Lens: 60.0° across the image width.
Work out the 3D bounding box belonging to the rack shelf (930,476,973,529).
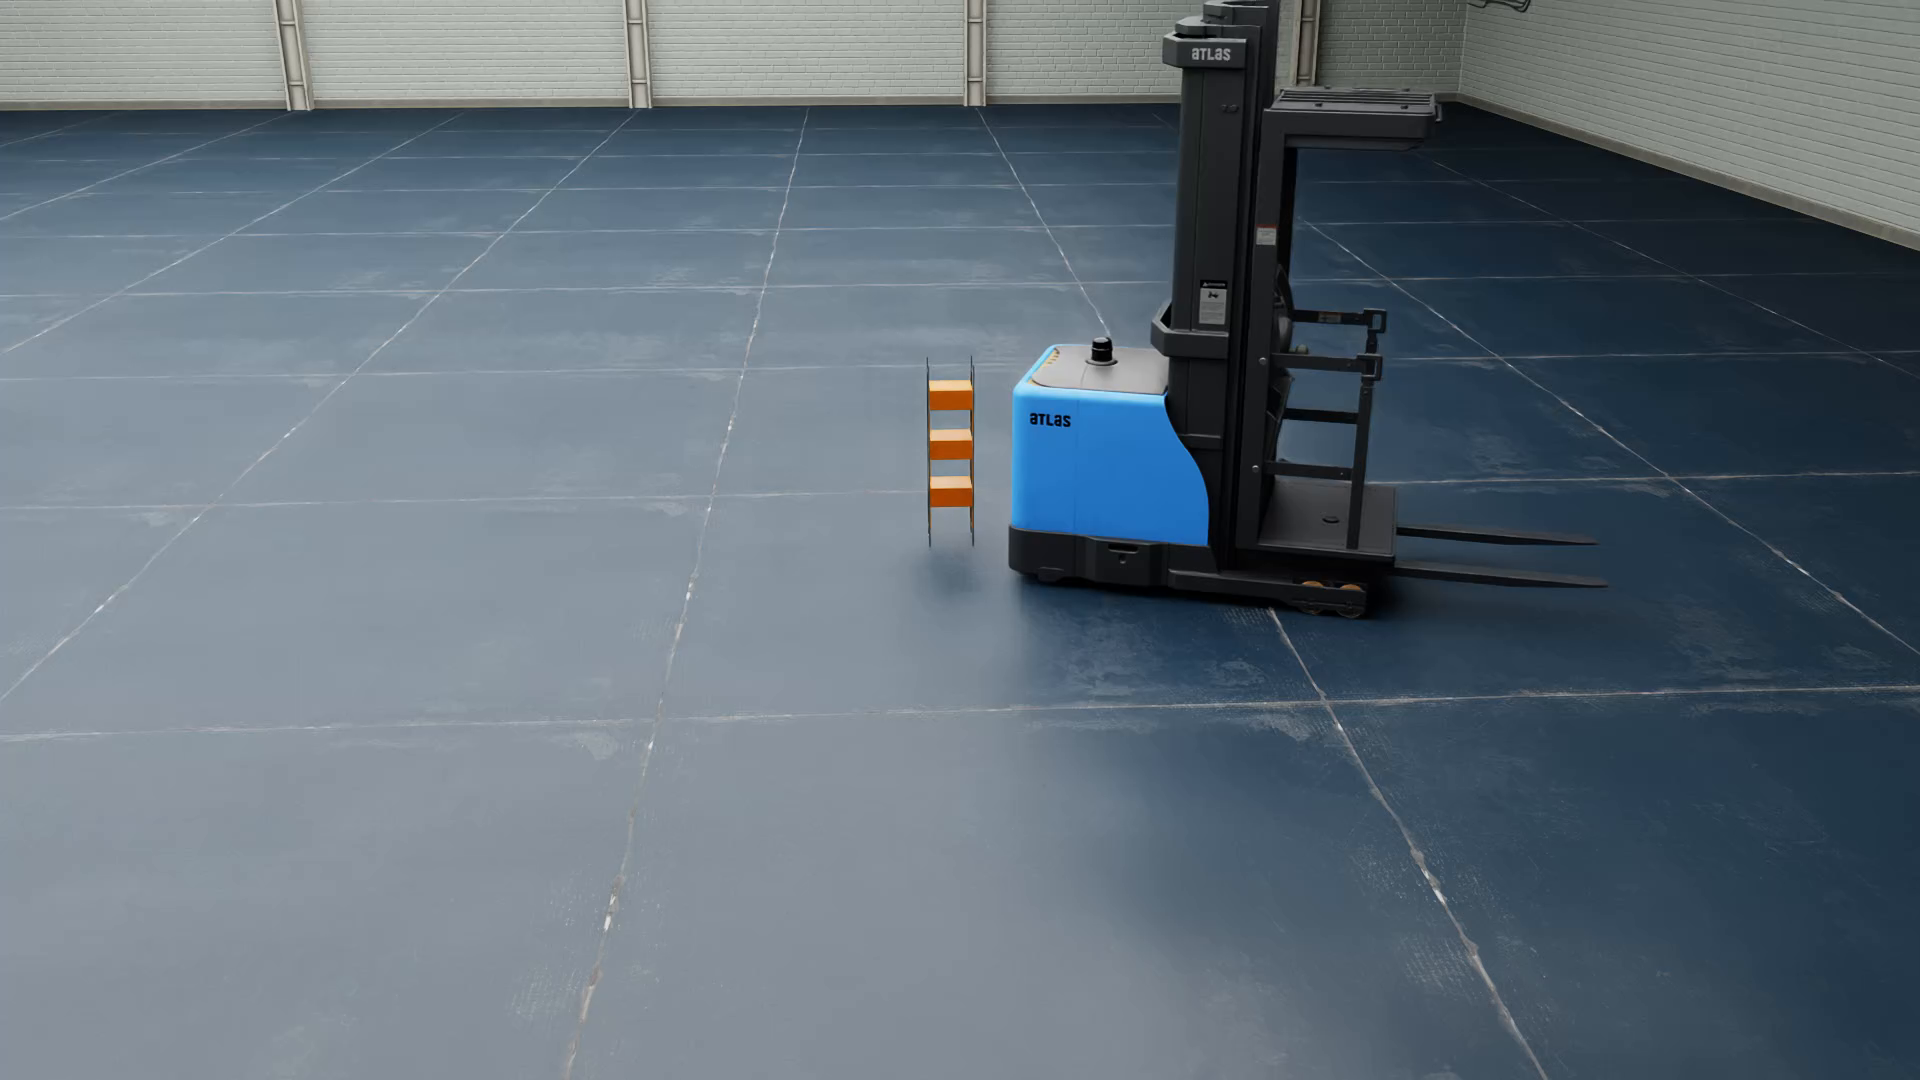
[{"bbox_3d":[-0.053,-0.220,9.371,0.240,0.259,0.215,-1,21,-3],"label":"rack shelf"}]

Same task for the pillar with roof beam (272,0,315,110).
[{"bbox_3d":[-11.470,-10.338,23.965,0.400,9.000,9.100,-1,21,-3],"label":"pillar with roof beam"}]

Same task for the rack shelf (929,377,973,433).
[{"bbox_3d":[-0.053,-0.745,9.171,0.240,0.259,0.215,-1,21,-3],"label":"rack shelf"}]

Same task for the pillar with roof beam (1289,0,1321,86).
[{"bbox_3d":[6.501,-10.704,24.925,0.400,9.000,9.100,-1,21,-3],"label":"pillar with roof beam"}]

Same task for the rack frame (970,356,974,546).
[{"bbox_3d":[0.068,-0.492,9.275,0.008,1.050,0.200,-1,21,-3],"label":"rack frame"}]

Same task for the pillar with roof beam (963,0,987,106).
[{"bbox_3d":[0.510,-10.582,24.605,0.400,9.000,9.100,-1,21,-3],"label":"pillar with roof beam"}]

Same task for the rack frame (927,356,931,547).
[{"bbox_3d":[-0.175,-0.487,9.262,0.008,1.050,0.200,-1,21,-3],"label":"rack frame"}]

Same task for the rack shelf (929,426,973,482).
[{"bbox_3d":[-0.053,-0.480,9.272,0.240,0.259,0.215,-1,21,-3],"label":"rack shelf"}]

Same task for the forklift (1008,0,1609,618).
[{"bbox_3d":[1.833,-1.185,8.450,3.031,2.935,1.130,5,21,14],"label":"forklift"}]

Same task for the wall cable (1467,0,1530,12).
[{"bbox_3d":[9.271,-10.372,28.417,0.112,2.526,3.097,-1,21,-3],"label":"wall cable"}]

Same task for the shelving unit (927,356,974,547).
[{"bbox_3d":[-0.053,-0.490,9.268,0.252,1.050,0.215,-1,21,-3],"label":"shelving unit"}]

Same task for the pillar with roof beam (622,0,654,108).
[{"bbox_3d":[-5.480,-10.460,24.285,0.400,9.000,9.100,-1,21,-3],"label":"pillar with roof beam"}]
